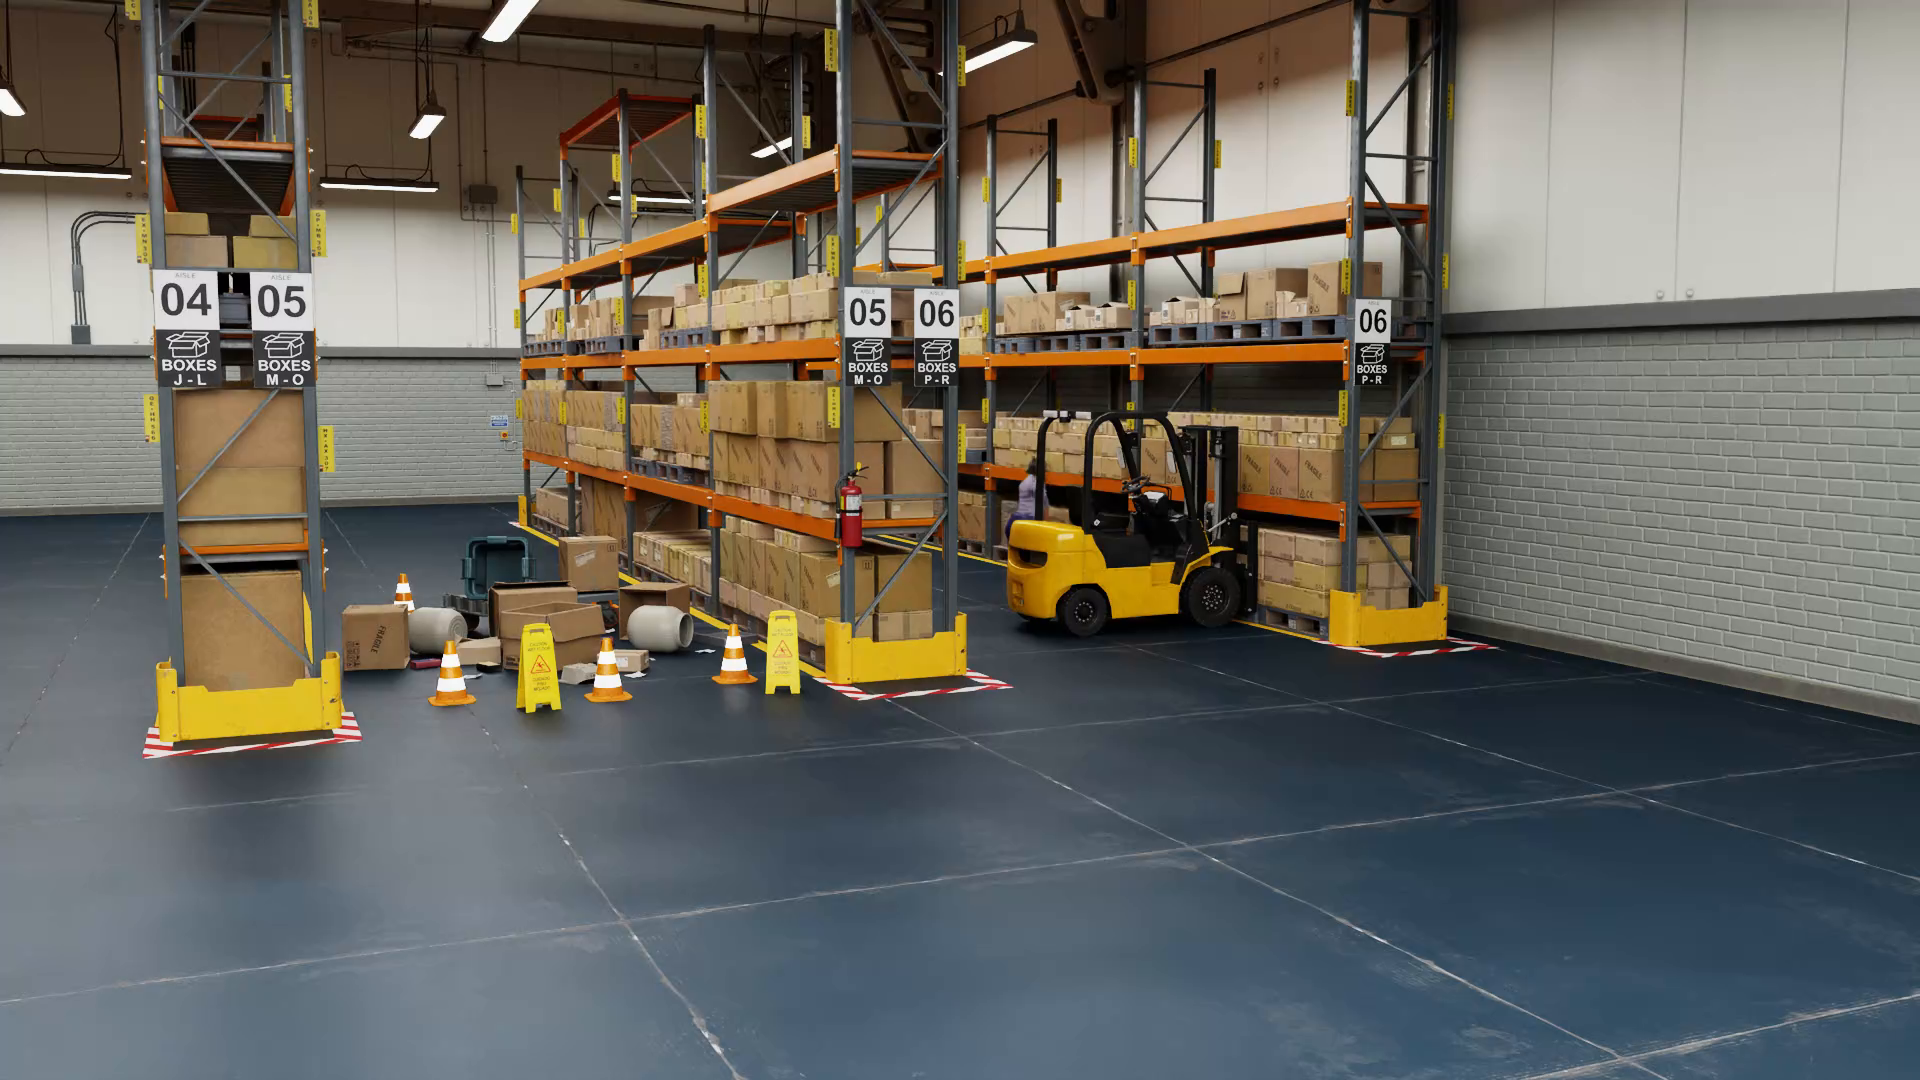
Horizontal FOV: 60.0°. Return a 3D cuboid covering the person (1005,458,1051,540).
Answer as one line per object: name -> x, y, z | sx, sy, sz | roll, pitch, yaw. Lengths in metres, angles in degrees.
person -> 0.784, -0.078, 18.062 | 0.559, 1.625, 0.436 | -3, 6, -25
